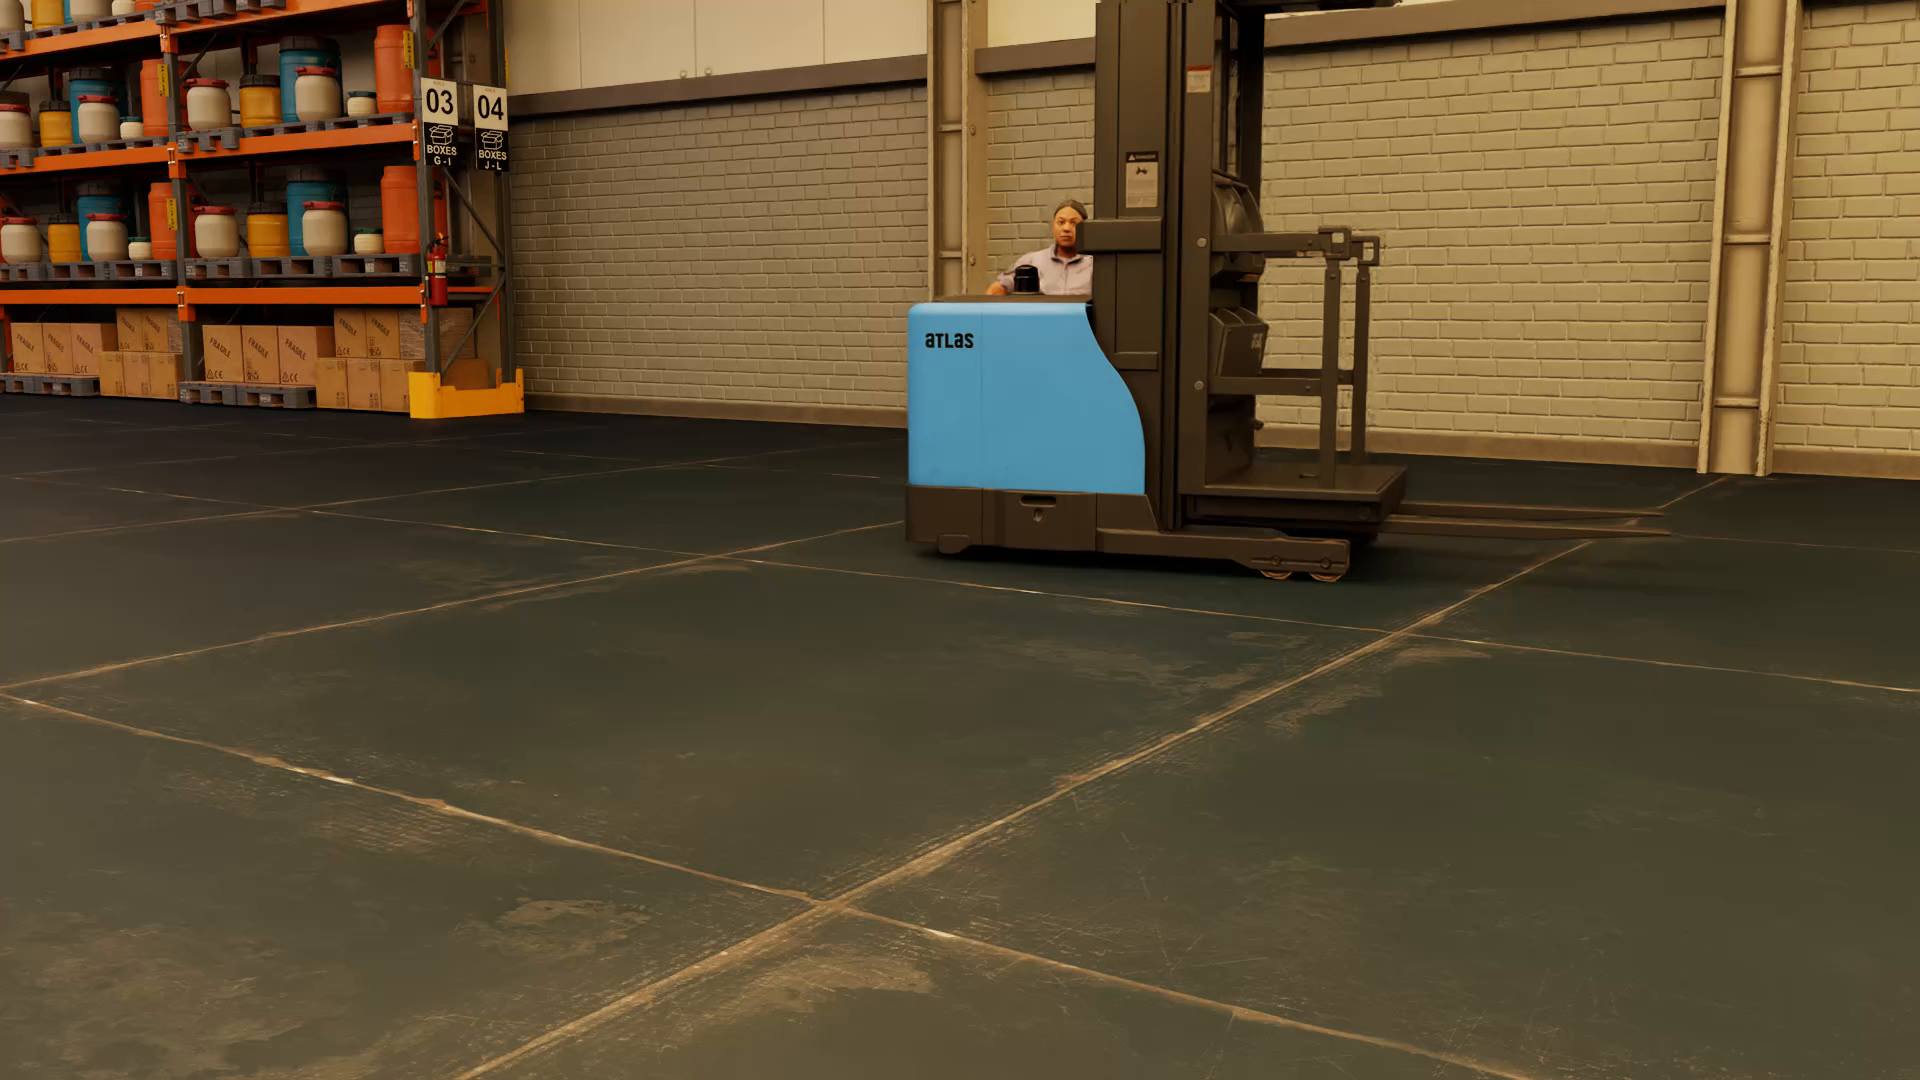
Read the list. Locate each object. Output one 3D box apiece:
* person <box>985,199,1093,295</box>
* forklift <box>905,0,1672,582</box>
[{"bbox_3d":[0.500,-0.841,8.009,0.890,1.572,0.633,2,8,15],"label":"person"},{"bbox_3d":[1.339,-1.371,6.831,3.031,2.935,1.130,3,9,20],"label":"forklift"}]
